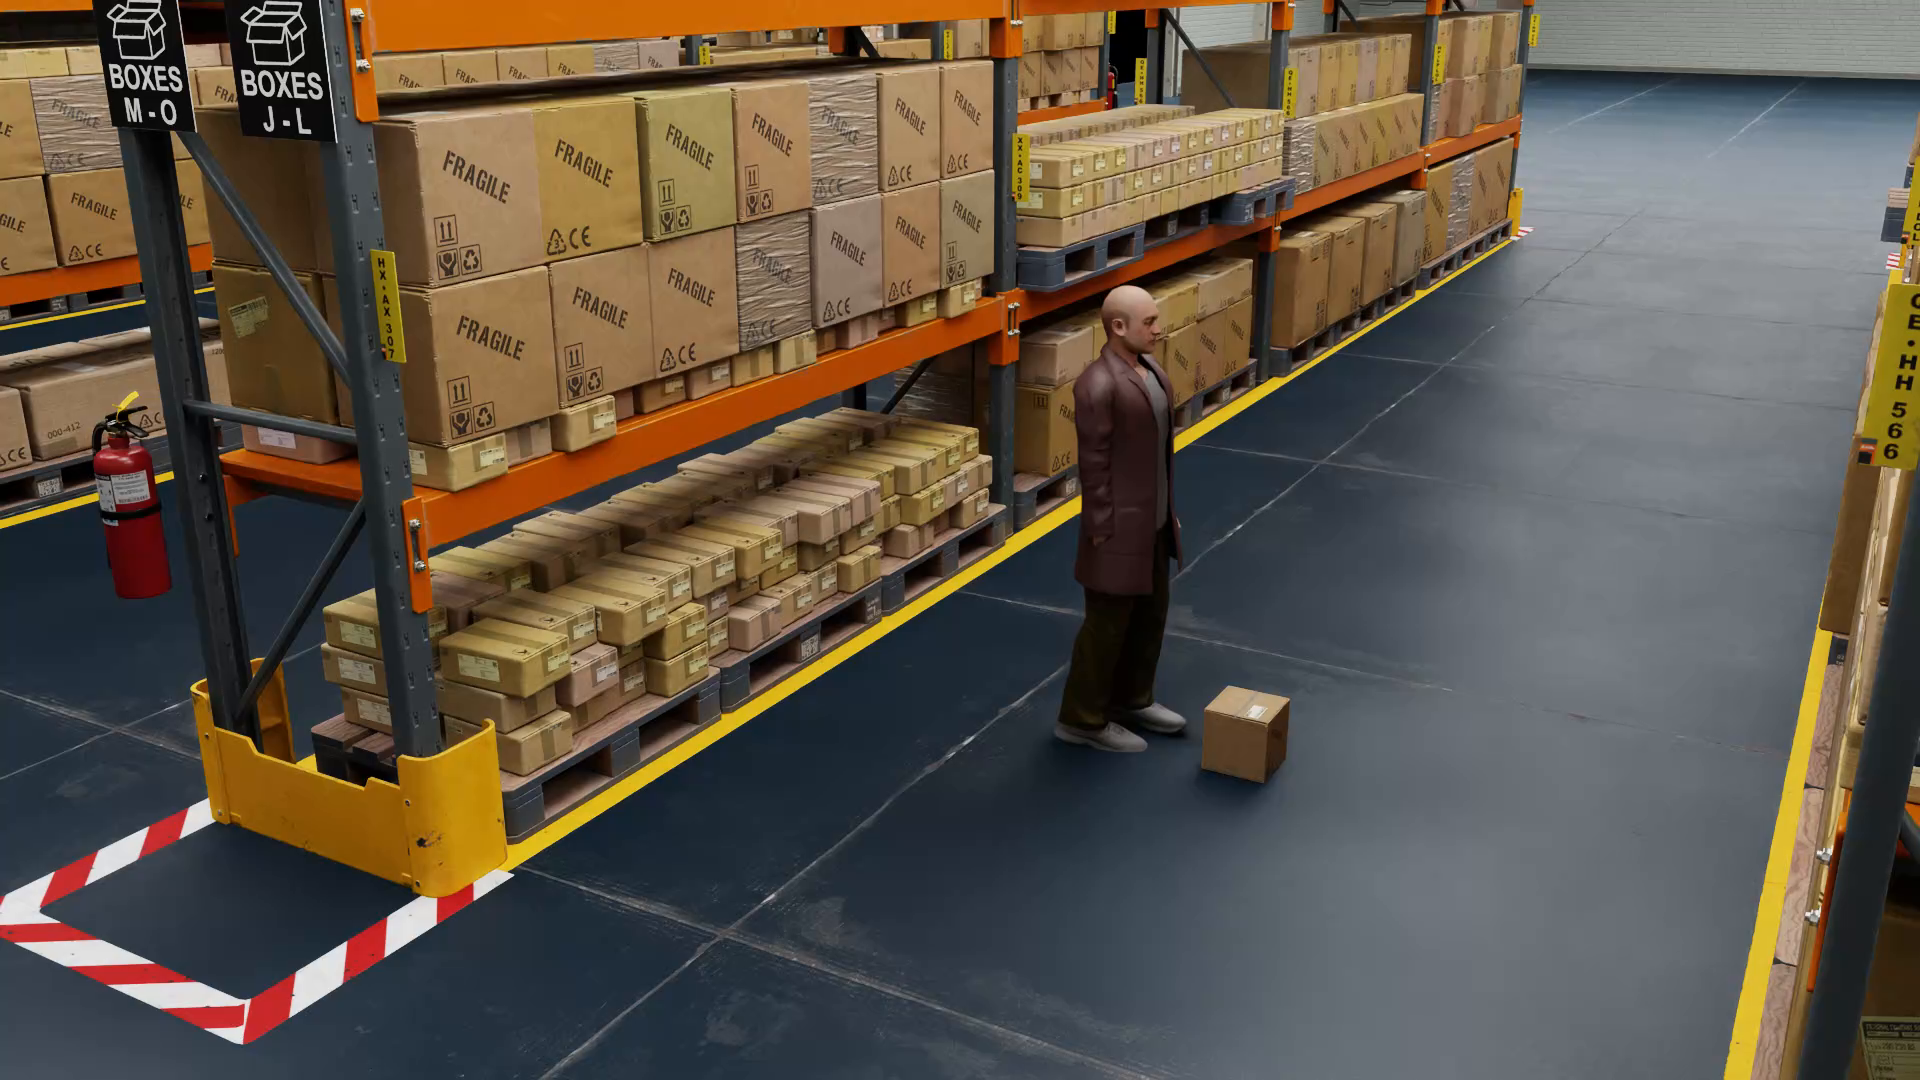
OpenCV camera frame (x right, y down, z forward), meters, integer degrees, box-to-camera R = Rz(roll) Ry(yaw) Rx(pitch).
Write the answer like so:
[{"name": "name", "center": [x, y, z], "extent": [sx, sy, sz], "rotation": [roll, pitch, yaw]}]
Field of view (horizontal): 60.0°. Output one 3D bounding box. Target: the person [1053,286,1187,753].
[{"name": "person", "center": [0.653, -0.067, 6.312], "extent": [0.440, 1.795, 0.568], "rotation": [11, 22, 29]}]
